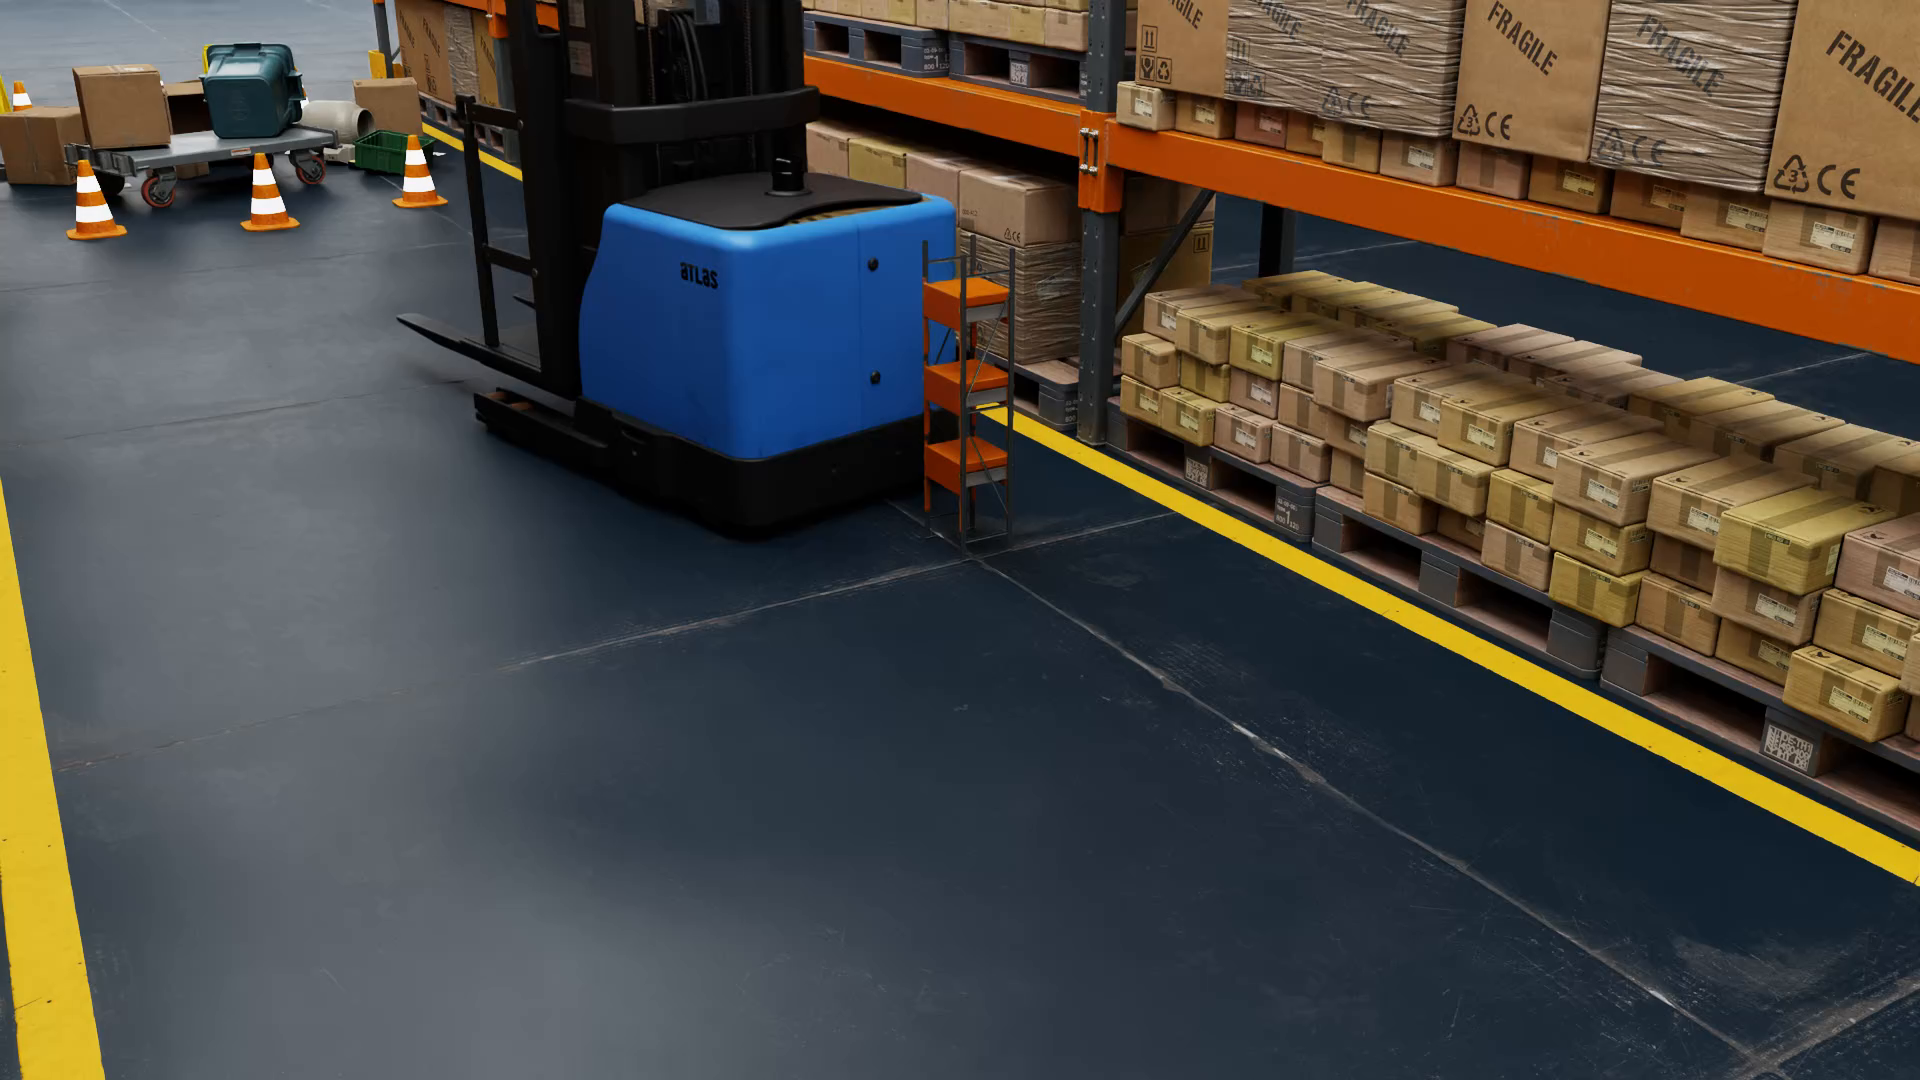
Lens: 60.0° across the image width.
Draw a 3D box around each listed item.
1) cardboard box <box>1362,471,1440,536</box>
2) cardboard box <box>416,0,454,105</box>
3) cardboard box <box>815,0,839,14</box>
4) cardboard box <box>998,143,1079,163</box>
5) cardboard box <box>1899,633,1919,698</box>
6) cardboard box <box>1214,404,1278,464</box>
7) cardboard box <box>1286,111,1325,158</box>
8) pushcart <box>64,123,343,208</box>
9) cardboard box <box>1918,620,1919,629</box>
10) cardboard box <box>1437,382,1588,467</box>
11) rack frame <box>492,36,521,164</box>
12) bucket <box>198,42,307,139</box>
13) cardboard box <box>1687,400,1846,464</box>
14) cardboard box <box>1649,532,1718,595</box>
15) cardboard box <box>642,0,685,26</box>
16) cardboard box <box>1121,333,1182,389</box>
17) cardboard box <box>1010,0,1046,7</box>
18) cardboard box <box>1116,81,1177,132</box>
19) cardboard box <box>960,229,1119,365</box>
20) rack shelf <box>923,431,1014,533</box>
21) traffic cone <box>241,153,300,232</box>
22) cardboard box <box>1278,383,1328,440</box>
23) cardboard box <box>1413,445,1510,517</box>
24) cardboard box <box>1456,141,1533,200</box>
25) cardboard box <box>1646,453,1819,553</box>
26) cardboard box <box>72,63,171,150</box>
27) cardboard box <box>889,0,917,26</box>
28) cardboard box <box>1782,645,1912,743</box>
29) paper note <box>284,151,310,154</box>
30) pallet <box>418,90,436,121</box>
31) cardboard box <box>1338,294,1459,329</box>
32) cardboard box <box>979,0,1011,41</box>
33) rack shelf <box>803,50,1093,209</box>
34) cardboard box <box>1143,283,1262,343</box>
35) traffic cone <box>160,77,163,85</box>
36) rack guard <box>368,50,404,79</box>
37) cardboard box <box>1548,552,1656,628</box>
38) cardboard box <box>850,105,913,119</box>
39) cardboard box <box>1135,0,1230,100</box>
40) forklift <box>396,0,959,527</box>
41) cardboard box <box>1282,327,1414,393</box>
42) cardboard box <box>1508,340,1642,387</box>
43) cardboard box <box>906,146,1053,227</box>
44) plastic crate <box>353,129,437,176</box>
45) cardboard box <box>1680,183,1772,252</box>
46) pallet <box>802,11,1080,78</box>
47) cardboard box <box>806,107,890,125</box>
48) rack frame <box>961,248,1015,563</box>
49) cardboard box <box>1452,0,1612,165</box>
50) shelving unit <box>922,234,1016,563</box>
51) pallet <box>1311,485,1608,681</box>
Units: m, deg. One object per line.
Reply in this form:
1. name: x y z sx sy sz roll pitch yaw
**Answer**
1. cardboard box: 1.545 -0.156 5.441 0.380 0.149 0.250 -13 26 -30
2. cardboard box: -4.338 -4.478 15.109 0.875 0.875 0.875 -13 26 -29
3. cardboard box: -0.499 -2.717 8.288 0.380 0.149 0.250 -12 25 -27
4. cardboard box: 0.513 -1.720 7.826 0.500 0.250 0.500 -12 25 -27
5. cardboard box: 2.465 0.293 3.941 0.380 0.149 0.250 -13 26 -30
6. cardboard box: 1.154 -0.412 6.070 0.380 0.149 0.250 -13 25 -28
7. cardboard box: 1.311 -1.369 5.529 0.380 0.149 0.250 -14 26 -31
8. pushcart: -5.419 -2.719 12.000 0.936 0.377 1.648 17 28 36
9. cardboard box: 2.492 0.148 3.901 0.380 0.149 0.250 -12 25 -28
10. cardboard box: 1.711 -0.362 5.156 0.380 0.149 0.250 -12 25 -28
11. rack frame: -3.149 -4.464 12.811 1.000 3.000 0.127 -13 25 -28
12. bucket: -5.201 -3.252 12.158 0.726 0.611 0.620 -4 32 -10
13. cardboard box: 2.411 -0.292 4.985 0.380 0.149 0.250 -12 25 -26
14. cardboard box: 2.150 0.018 4.616 0.380 0.149 0.250 -13 25 -29
15. cardboard box: -1.567 -3.310 9.838 0.500 0.500 0.500 -13 25 -28
16. cardboard box: 0.847 -0.707 6.401 0.380 0.149 0.250 -11 25 -26
17. cardboard box: 0.428 -2.266 6.784 0.380 0.149 0.250 -12 25 -28
18. cardboard box: 0.800 -1.603 6.106 0.380 0.149 0.250 -12 25 -26
19. cardboard box: 0.342 -1.102 7.301 0.500 0.500 0.500 -13 26 -29
20. rack shelf: 0.027 -0.202 5.680 0.215 0.259 0.240 -13 25 -28
21. traffic cone: -4.509 -2.270 10.783 0.336 0.463 0.334 -13 25 -28
22. cardboard box: 1.344 -0.483 5.848 0.380 0.149 0.250 -14 26 -31
23. cardboard box: 1.643 -0.210 5.179 0.380 0.149 0.250 -12 25 -28
24. cardboard box: 1.692 -1.109 4.889 0.380 0.149 0.250 -12 25 -26
25. cardboard box: 2.094 -0.099 4.511 0.380 0.149 0.250 -14 26 -30
26. cardboard box: -5.838 -3.024 11.582 0.500 0.500 0.500 -13 25 -28
27. cardboard box: -0.104 -2.464 7.666 0.380 0.149 0.250 -11 25 -26
28. cardboard box: 2.314 0.353 4.189 0.380 0.149 0.250 -12 25 -27
29. paper note: -5.416 -3.173 13.587 0.172 0.023 0.155 -4 22 -10
30. pallet: -4.717 -4.223 15.922 1.003 0.211 1.213 -13 25 -28
31. cardboard box: 1.640 -0.804 6.245 0.380 0.149 0.250 -13 25 -29
32. cardboard box: 0.305 -2.208 7.036 0.380 0.149 0.250 -13 25 -28
33. rack shelf: -0.085 -2.188 8.168 1.077 0.370 4.000 -13 25 -28
34. cardboard box: 0.935 -0.872 6.413 0.380 0.149 0.250 -11 25 -26
35. traffic cone: -7.287 -4.031 15.115 0.336 0.463 0.334 -13 25 -28
36. rack guard: -5.205 -4.609 16.486 1.175 0.500 0.348 -13 25 -28
37. cardboard box: 1.931 0.103 4.804 0.380 0.149 0.250 -14 26 -31
38. cardboard box: -0.264 -2.221 9.058 0.500 0.250 0.500 -12 25 -27
39. cardboard box: 0.973 -1.850 5.851 0.500 0.500 0.500 -13 26 -29
40. forklift: -1.372 -1.873 6.526 1.130 2.935 3.031 -19 29 -39
41. cardboard box: 1.349 -0.619 5.790 0.380 0.149 0.250 -13 26 -30
42. cardboard box: 2.072 -0.551 5.621 0.380 0.149 0.250 -14 26 -30
43. cardboard box: 0.088 -1.620 7.579 0.500 0.250 0.500 -11 25 -26
44. plastic crate: -4.365 -2.992 12.848 0.450 0.188 0.662 9 22 -4
45. cardboard box: 2.075 -0.849 4.251 0.380 0.149 0.250 -14 26 -31
46. pallet: -0.060 -2.447 8.104 1.003 0.211 1.213 -13 25 -28
47. cardboard box: -0.703 -2.119 8.808 0.500 0.250 0.500 -13 25 -29
48. rack frame: 0.090 -0.430 5.474 0.200 1.050 0.008 -13 25 -28
49. cardboard box: 1.758 -1.353 4.629 0.500 0.500 0.500 -11 25 -26
50. shelving unit: 0.027 -0.469 5.571 0.215 1.050 0.252 -13 25 -28
51. pallet: 1.938 0.023 5.473 1.003 0.211 1.213 -13 25 -28
